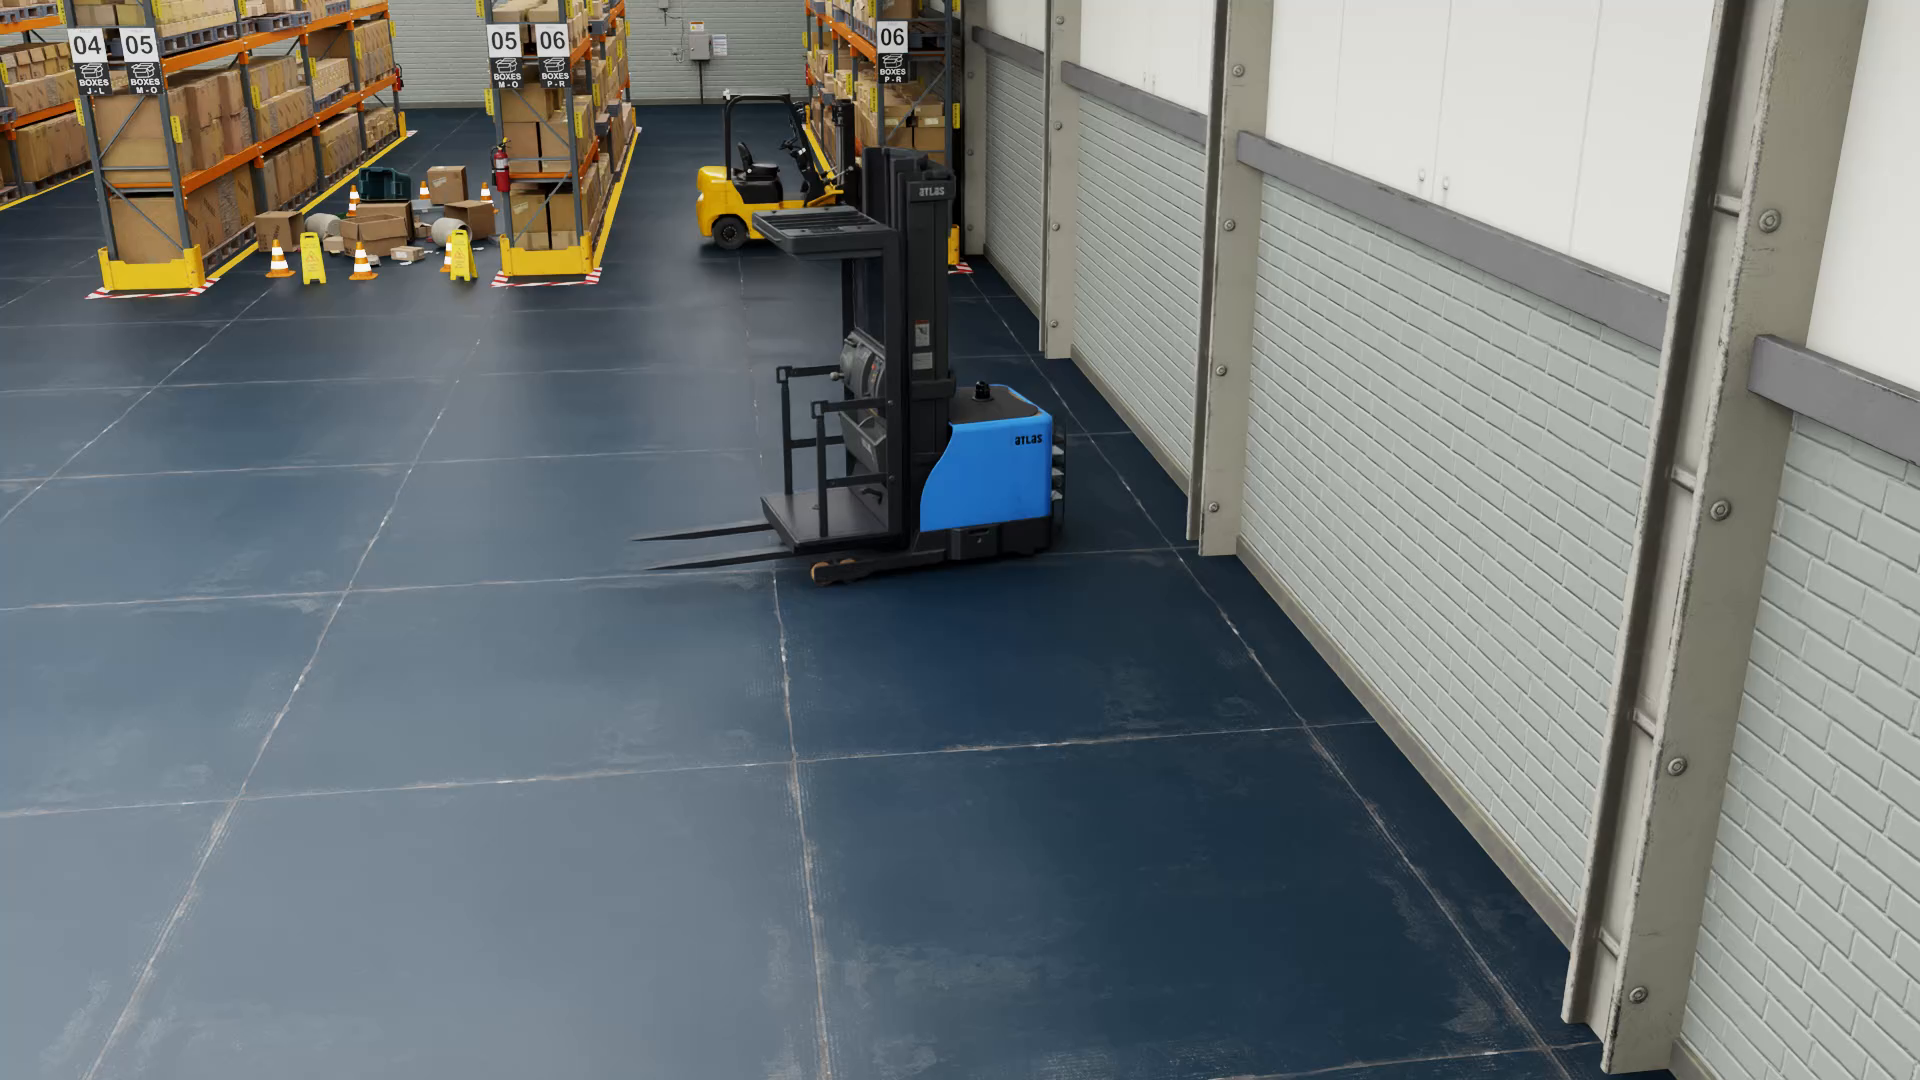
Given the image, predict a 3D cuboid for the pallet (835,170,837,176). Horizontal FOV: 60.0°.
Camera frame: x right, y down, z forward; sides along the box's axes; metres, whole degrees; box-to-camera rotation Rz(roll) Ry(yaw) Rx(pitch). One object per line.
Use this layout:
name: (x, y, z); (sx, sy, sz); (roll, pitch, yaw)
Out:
pallet: (-1.679, -6.407, 29.569); (1.003, 0.211, 1.213); (-3, 21, -8)

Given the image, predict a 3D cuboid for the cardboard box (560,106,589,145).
cardboard box: (-5.544, -5.874, 23.589); (0.500, 0.500, 0.500); (-3, 21, -9)

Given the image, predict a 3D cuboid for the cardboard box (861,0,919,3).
cardboard box: (-1.006, -7.633, 23.687); (0.797, 0.503, 0.637); (-2, 21, -6)

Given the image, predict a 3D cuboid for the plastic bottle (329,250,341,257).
plastic bottle: (-8.823, -4.047, 23.463); (0.133, 0.061, 0.283); (-11, 23, -26)

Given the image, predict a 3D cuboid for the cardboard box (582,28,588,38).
cardboard box: (-5.745, -7.557, 24.735); (0.380, 0.149, 0.250); (-3, 21, -7)

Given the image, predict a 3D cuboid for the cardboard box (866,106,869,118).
cardboard box: (-1.142, -6.130, 23.772); (0.380, 0.149, 0.250); (-3, 21, -7)

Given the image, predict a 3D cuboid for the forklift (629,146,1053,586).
forklift: (-0.882, -1.255, 11.887); (3.031, 2.935, 1.130); (-7, 22, -19)

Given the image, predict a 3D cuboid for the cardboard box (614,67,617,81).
cardboard box: (-6.782, -8.805, 31.505); (0.500, 0.250, 0.500); (-2, 21, -6)

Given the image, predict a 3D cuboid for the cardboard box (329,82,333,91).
cardboard box: (-11.648, -8.257, 30.296); (0.380, 0.149, 0.250); (-4, 21, -10)

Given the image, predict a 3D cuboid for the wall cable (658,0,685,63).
wall cable: (-7.257, -13.021, 41.840); (0.588, 1.984, 0.122); (-3, 21, -8)

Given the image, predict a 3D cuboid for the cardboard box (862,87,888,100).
cardboard box: (-1.257, -6.623, 24.668); (0.380, 0.149, 0.250); (-3, 21, -9)

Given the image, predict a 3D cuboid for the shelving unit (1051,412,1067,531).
shelving unit: (0.662, -0.516, 12.811); (0.258, 0.900, 0.210); (-8, 22, -20)

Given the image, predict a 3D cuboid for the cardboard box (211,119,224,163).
cardboard box: (-10.673, -5.462, 22.838); (0.875, 0.550, 0.500); (-3, 21, -8)

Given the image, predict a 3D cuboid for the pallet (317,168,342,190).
pallet: (-11.665, -6.428, 29.626); (1.003, 0.211, 1.213); (-3, 21, -8)

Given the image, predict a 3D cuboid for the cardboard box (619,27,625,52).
cardboard box: (-7.346, -10.528, 35.045); (0.500, 0.500, 0.500); (-3, 21, -8)

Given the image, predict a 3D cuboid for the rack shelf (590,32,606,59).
rack shelf: (-6.382, -8.124, 26.923); (1.077, 0.370, 4.000); (-3, 21, -8)

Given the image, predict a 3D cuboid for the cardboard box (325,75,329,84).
cardboard box: (-11.612, -8.306, 30.001); (0.380, 0.149, 0.250); (-3, 21, -8)

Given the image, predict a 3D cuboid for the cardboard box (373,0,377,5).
cardboard box: (-12.240, -11.076, 34.011); (0.500, 0.250, 0.500); (-2, 21, -5)

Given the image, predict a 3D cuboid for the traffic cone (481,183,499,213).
traffic cone: (-7.657, -5.534, 26.872); (0.336, 0.463, 0.334); (-3, 21, -8)

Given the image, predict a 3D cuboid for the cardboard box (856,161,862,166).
cardboard box: (-1.359, -5.632, 25.408); (0.500, 0.250, 0.500); (-3, 21, -8)

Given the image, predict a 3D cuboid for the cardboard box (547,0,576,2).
cardboard box: (-5.769, -7.745, 24.099); (0.380, 0.149, 0.250); (-2, 21, -6)

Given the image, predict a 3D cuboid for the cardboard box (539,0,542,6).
cardboard box: (-6.305, -7.811, 24.274); (0.380, 0.149, 0.250); (-2, 21, -6)

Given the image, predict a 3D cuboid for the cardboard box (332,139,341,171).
cardboard box: (-11.479, -6.921, 29.933); (0.500, 0.500, 0.500); (-3, 21, -7)

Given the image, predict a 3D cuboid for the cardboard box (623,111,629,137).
cardboard box: (-7.360, -8.663, 34.685); (0.875, 0.438, 0.875); (-4, 21, -9)

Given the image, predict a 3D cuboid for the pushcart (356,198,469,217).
pushcart: (-8.342, -5.003, 25.572); (1.648, 0.377, 0.936); (-11, 23, -26)

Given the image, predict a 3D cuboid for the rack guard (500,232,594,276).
rack guard: (-5.528, -3.834, 22.267); (1.175, 0.500, 0.348); (-3, 21, -8)

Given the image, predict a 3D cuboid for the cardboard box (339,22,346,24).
cardboard box: (-12.773, -10.364, 34.181); (0.500, 0.500, 0.500); (-3, 21, -9)

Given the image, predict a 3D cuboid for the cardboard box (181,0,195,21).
cardboard box: (-10.364, -6.942, 21.776); (0.500, 0.250, 0.500); (-3, 21, -8)

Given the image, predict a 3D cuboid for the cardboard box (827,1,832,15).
cardboard box: (-2.146, -9.675, 30.260); (0.500, 0.250, 0.500); (-3, 21, -8)

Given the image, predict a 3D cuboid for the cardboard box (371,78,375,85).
cardboard box: (-12.085, -9.299, 33.686); (0.380, 0.149, 0.250); (-2, 21, -5)

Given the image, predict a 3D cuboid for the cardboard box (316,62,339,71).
cardboard box: (-11.766, -8.804, 30.910); (0.380, 0.149, 0.250); (-3, 21, -8)

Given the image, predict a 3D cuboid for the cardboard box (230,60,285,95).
cardboard box: (-11.348, -7.471, 26.860); (0.700, 0.500, 0.500); (-3, 21, -9)

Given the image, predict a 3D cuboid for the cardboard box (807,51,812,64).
cardboard box: (-3.113, -10.669, 36.783); (0.500, 0.250, 0.500); (-3, 21, -7)

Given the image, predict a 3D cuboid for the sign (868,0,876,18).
sign: (-1.144, -6.991, 21.707); (0.100, 0.325, 0.005); (-3, 21, -8)

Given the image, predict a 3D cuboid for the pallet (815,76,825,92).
pallet: (-2.328, -9.013, 32.835); (1.003, 0.211, 1.213); (-3, 21, -8)

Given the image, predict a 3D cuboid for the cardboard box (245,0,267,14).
cardboard box: (-11.037, -8.323, 25.876); (0.396, 0.266, 0.258); (-3, 21, -8)

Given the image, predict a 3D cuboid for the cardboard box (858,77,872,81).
cardboard box: (-1.675, -7.694, 27.960); (0.380, 0.149, 0.250); (-3, 21, -8)

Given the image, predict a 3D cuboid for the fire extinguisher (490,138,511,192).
fire extinguisher: (-5.956, -4.880, 21.605); (0.296, 0.674, 0.183); (-3, 21, -8)

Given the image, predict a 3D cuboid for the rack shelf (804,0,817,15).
rack shelf: (-2.624, -11.146, 35.012); (1.077, 0.370, 4.000); (-3, 21, -8)

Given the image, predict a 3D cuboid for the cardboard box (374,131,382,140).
cardboard box: (-12.092, -8.300, 34.125); (0.380, 0.149, 0.250); (-3, 21, -9)

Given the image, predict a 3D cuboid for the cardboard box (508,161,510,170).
cardboard box: (-5.929, -5.062, 22.341); (0.380, 0.149, 0.250); (-3, 21, -8)

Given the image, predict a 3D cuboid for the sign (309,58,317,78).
sign: (-11.005, -8.036, 28.289); (0.100, 0.325, 0.005); (-3, 21, -8)

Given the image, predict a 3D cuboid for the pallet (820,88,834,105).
pallet: (-1.926, -8.142, 30.502); (1.213, 0.211, 1.003); (-3, 21, -8)

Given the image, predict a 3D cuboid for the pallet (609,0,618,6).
pallet: (-7.354, -10.781, 33.134); (1.003, 0.211, 1.213); (-3, 21, -8)

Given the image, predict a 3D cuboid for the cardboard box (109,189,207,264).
cardboard box: (-10.564, -4.127, 21.915); (0.875, 0.875, 0.875); (-3, 21, -7)

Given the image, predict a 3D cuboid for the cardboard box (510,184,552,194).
cardboard box: (-5.969, -4.684, 23.227); (0.500, 0.500, 0.500); (-2, 21, -6)

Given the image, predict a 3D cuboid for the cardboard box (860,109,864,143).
cardboard box: (-1.211, -6.141, 24.727); (0.500, 0.500, 0.500); (-3, 21, -8)

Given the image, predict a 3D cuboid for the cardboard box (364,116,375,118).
cardboard box: (-12.178, -8.574, 34.008); (0.380, 0.149, 0.250); (-4, 21, -10)

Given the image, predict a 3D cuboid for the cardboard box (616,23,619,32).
cardboard box: (-7.151, -10.432, 33.861); (0.380, 0.149, 0.250); (-4, 21, -9)

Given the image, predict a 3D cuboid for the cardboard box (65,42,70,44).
cardboard box: (-17.452, -9.374, 32.243); (0.500, 0.500, 0.500); (-3, 21, -7)

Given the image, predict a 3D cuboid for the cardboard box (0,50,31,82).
cardboard box: (-16.657, -8.245, 28.929); (0.797, 0.503, 0.637); (-2, 21, -6)

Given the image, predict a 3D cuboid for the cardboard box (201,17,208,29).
cardboard box: (-10.387, -6.972, 22.424); (0.380, 0.149, 0.250); (-3, 21, -8)

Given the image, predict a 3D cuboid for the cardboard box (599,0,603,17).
cardboard box: (-5.855, -8.294, 25.961); (0.500, 0.250, 0.500); (-3, 21, -8)

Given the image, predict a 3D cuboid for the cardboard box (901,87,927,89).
cardboard box: (-0.675, -6.656, 24.755); (0.380, 0.149, 0.250); (-3, 21, -9)
